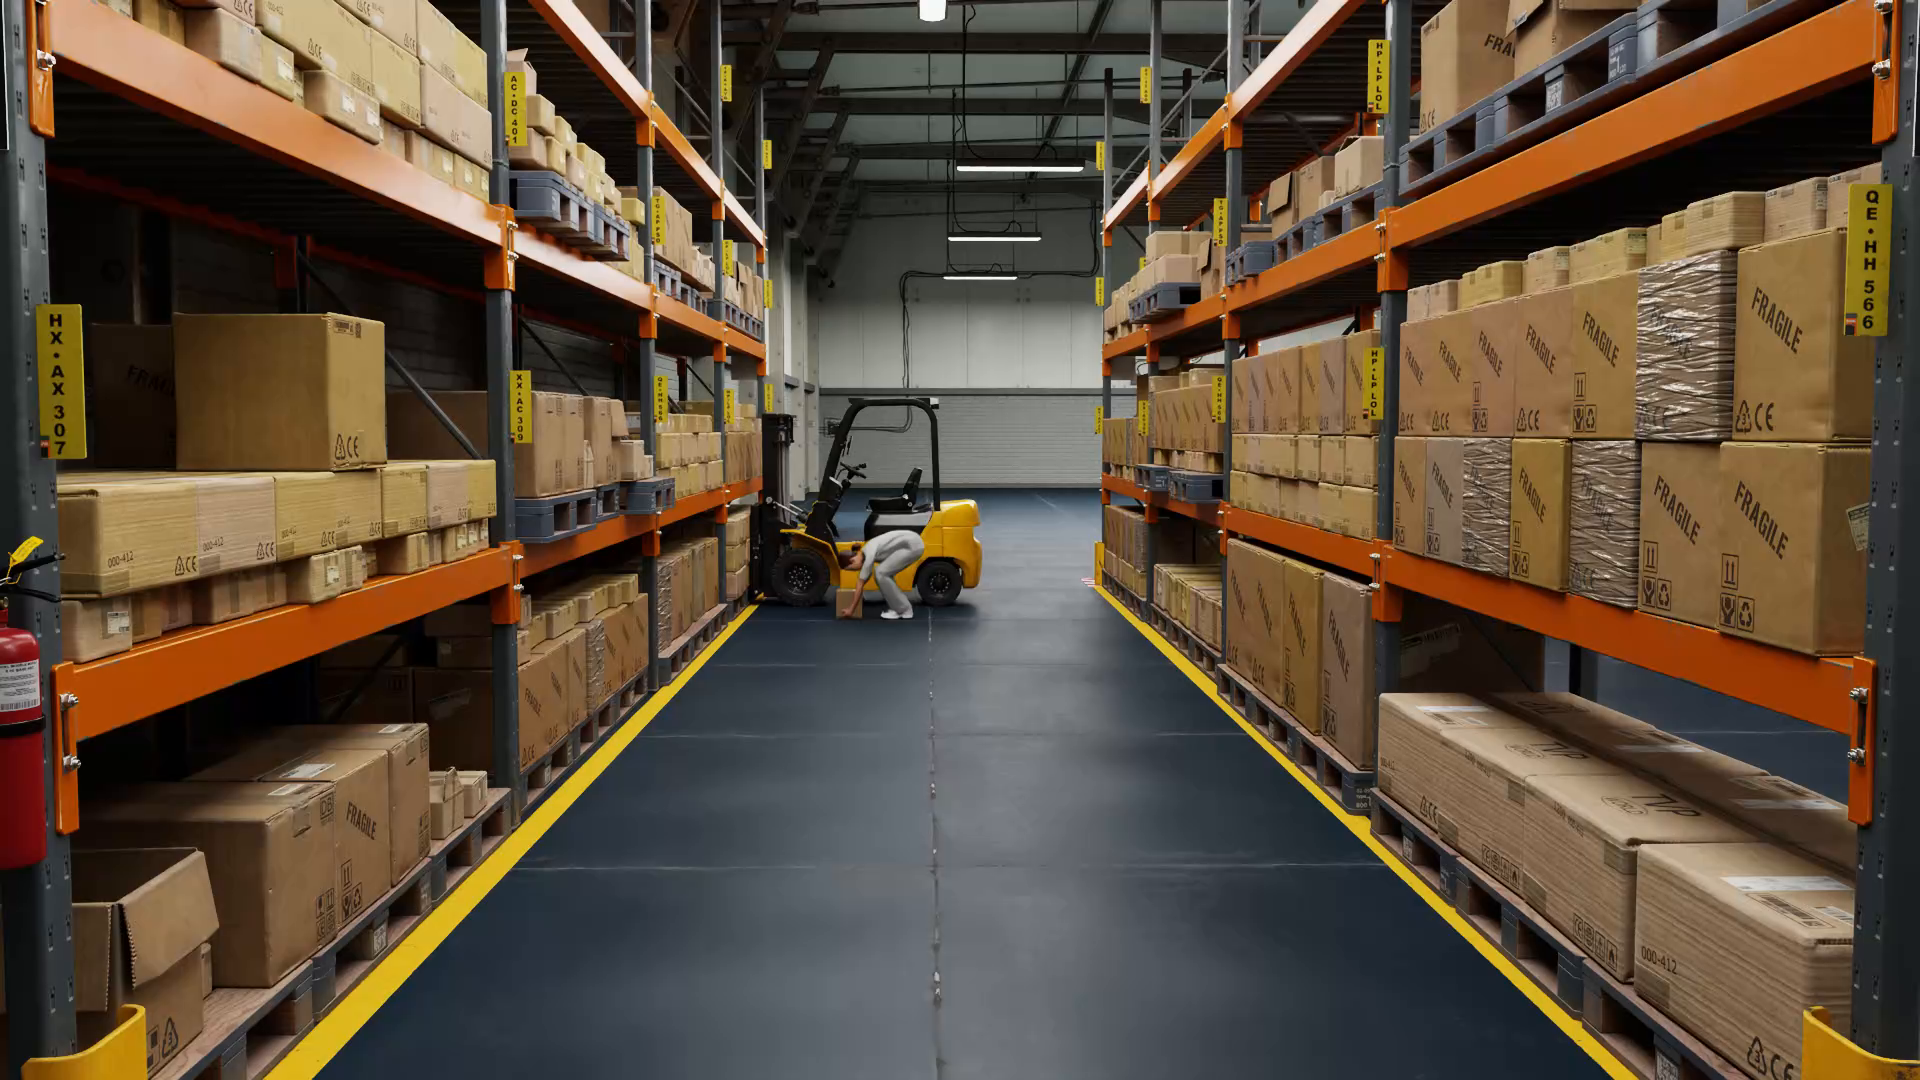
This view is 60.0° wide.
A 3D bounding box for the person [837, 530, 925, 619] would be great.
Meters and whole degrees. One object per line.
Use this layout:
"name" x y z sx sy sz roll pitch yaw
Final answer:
"person" -0.764 0.332 16.143 0.852 0.852 0.476 0 4 -4
